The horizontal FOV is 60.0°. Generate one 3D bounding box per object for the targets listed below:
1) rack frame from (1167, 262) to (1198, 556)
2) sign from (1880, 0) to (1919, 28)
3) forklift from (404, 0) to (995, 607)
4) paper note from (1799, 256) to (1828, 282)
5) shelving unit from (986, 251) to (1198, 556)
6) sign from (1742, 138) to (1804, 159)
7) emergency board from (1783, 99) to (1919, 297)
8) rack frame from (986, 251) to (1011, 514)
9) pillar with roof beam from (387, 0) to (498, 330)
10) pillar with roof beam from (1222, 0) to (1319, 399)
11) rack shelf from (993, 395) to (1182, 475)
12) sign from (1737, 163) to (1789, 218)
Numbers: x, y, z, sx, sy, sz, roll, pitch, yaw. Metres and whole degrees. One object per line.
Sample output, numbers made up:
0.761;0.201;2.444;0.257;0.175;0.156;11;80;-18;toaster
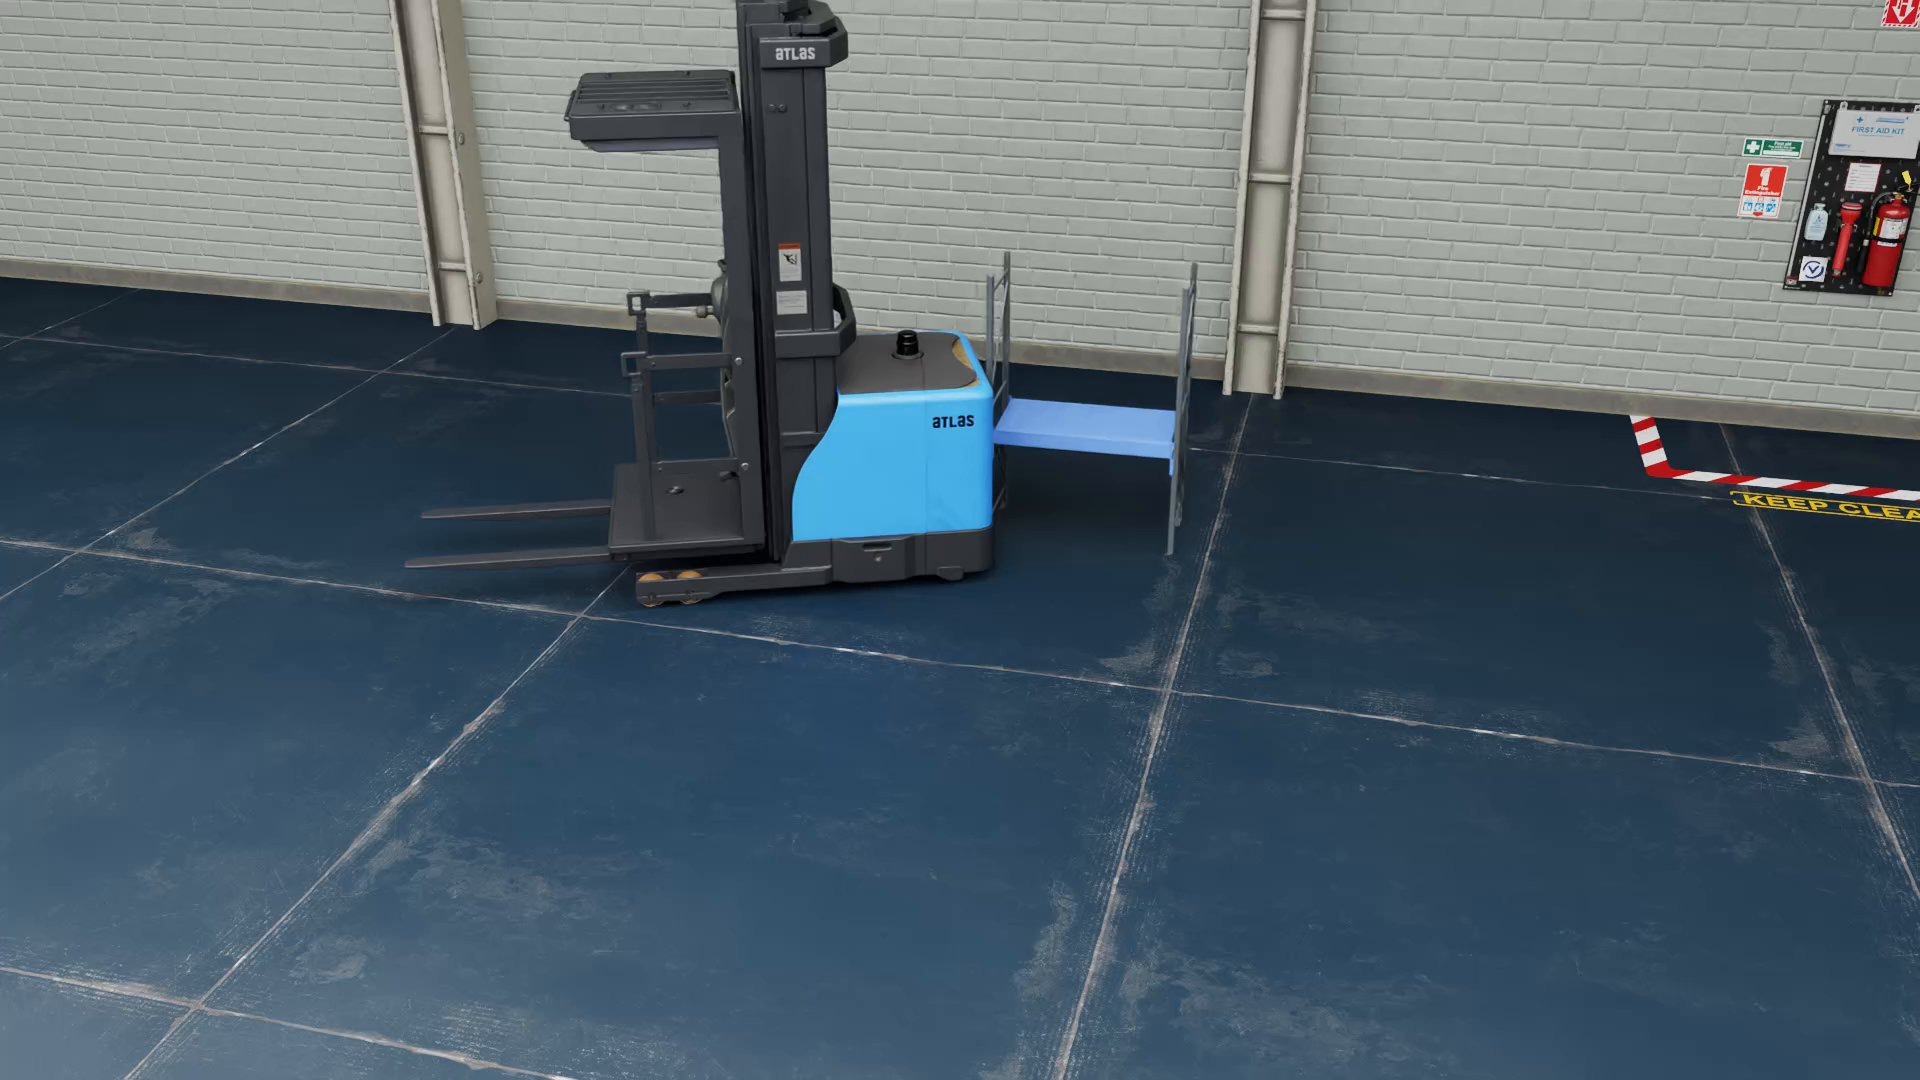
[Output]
1.199;-0.697;8.970;0.032;1.500;0.500;6;26;11;rack frame
5.464;-3.118;9.614;0.199;0.298;0.001;6;26;13;sign
-1.378;-1.225;8.413;3.031;2.935;1.130;-4;26;-8;forklift
5.293;-1.679;10.312;0.142;0.148;0.016;6;26;13;paper note
0.703;-0.745;9.070;1.048;1.500;0.538;6;26;11;shelving unit
4.940;-2.383;10.107;0.331;0.109;0.001;6;26;13;sign
5.447;-2.029;10.023;0.643;1.169;0.194;6;26;13;emergency board
0.207;-0.793;9.171;0.032;1.500;0.500;6;26;11;rack frame
-4.863;-3.950;7.078;0.400;9.000;9.100;6;26;13;pillar with roof beam
0.948;-3.308;5.729;0.400;9.000;9.100;6;26;13;pillar with roof beam
0.703;-0.583;9.148;1.000;0.185;0.538;6;26;11;rack shelf
4.938;-2.148;10.230;0.234;0.329;0.001;6;26;13;sign
